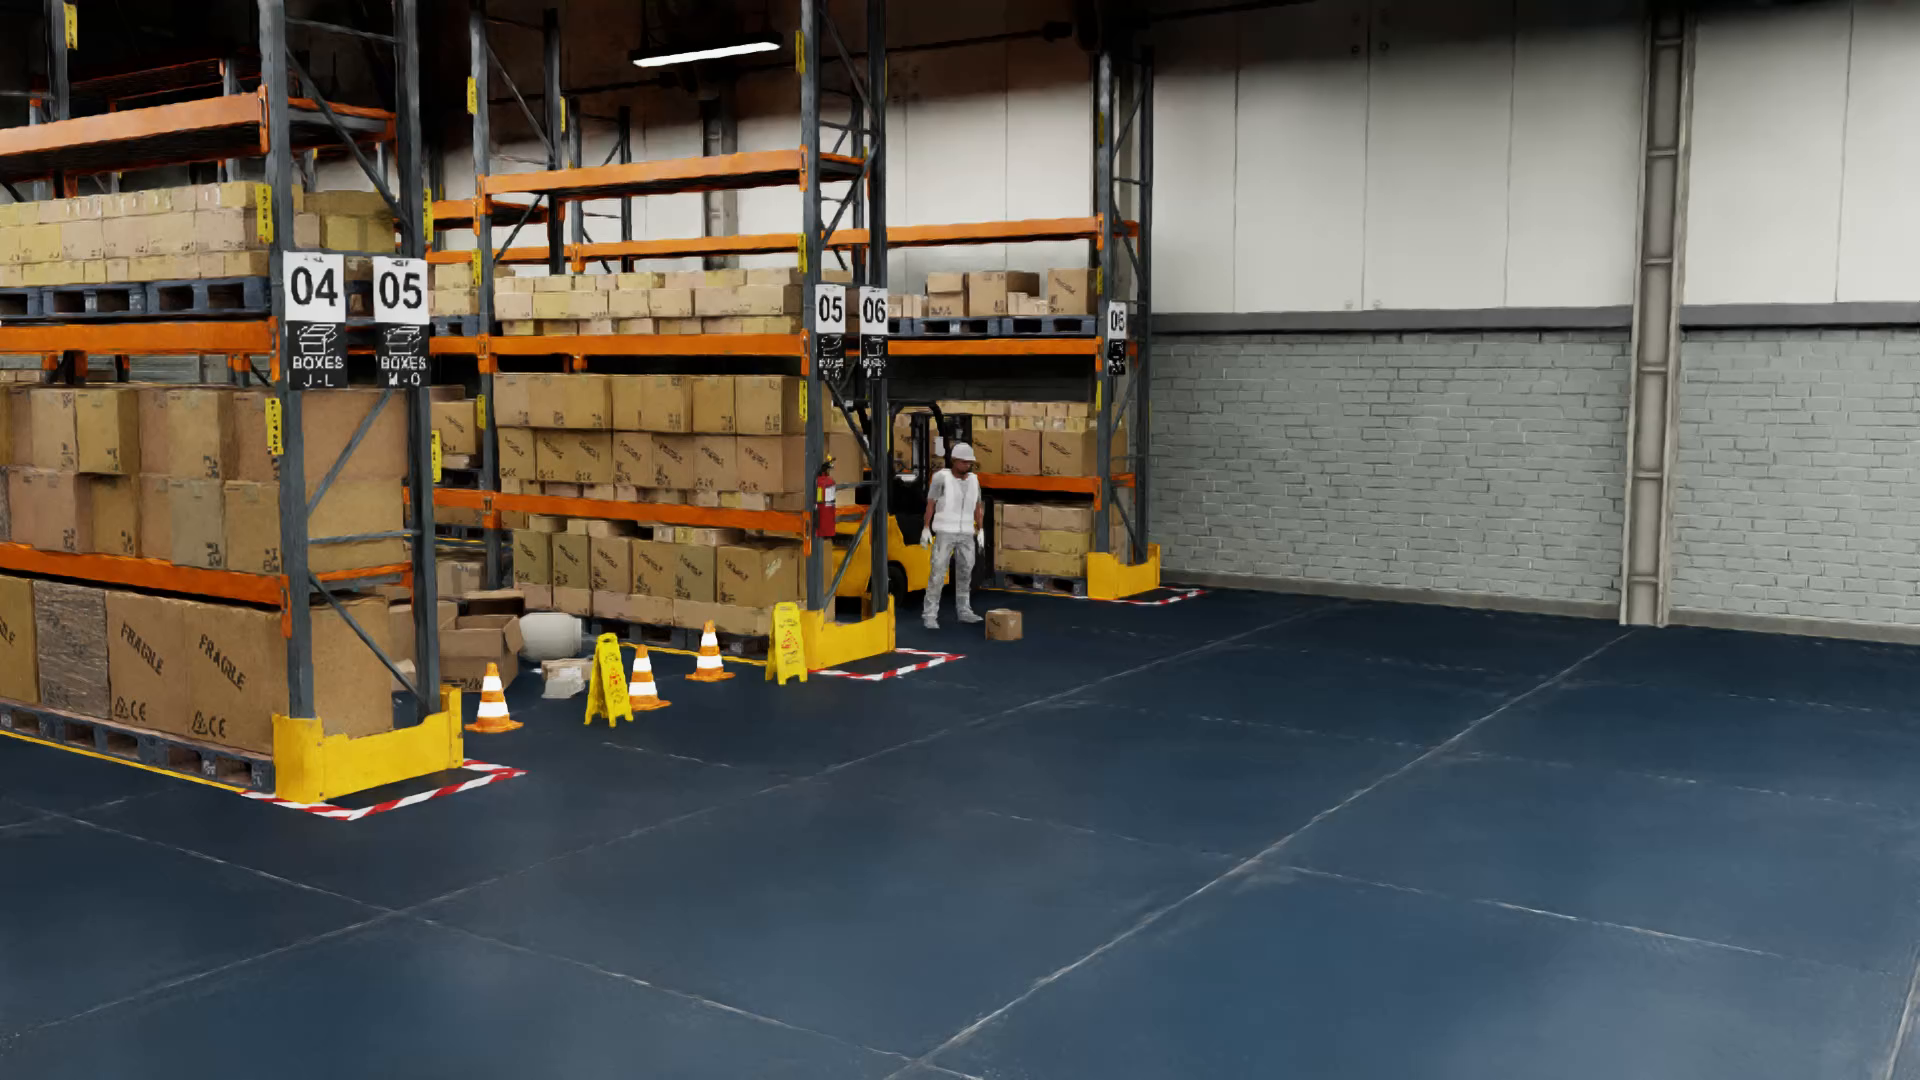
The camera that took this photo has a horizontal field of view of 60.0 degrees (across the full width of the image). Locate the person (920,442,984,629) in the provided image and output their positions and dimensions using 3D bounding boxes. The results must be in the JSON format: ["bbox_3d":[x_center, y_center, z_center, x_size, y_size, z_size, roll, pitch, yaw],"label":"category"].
[{"bbox_3d":[-0.072,-0.054,16.003,0.745,1.768,0.534,-3,7,-28],"label":"person"}]
